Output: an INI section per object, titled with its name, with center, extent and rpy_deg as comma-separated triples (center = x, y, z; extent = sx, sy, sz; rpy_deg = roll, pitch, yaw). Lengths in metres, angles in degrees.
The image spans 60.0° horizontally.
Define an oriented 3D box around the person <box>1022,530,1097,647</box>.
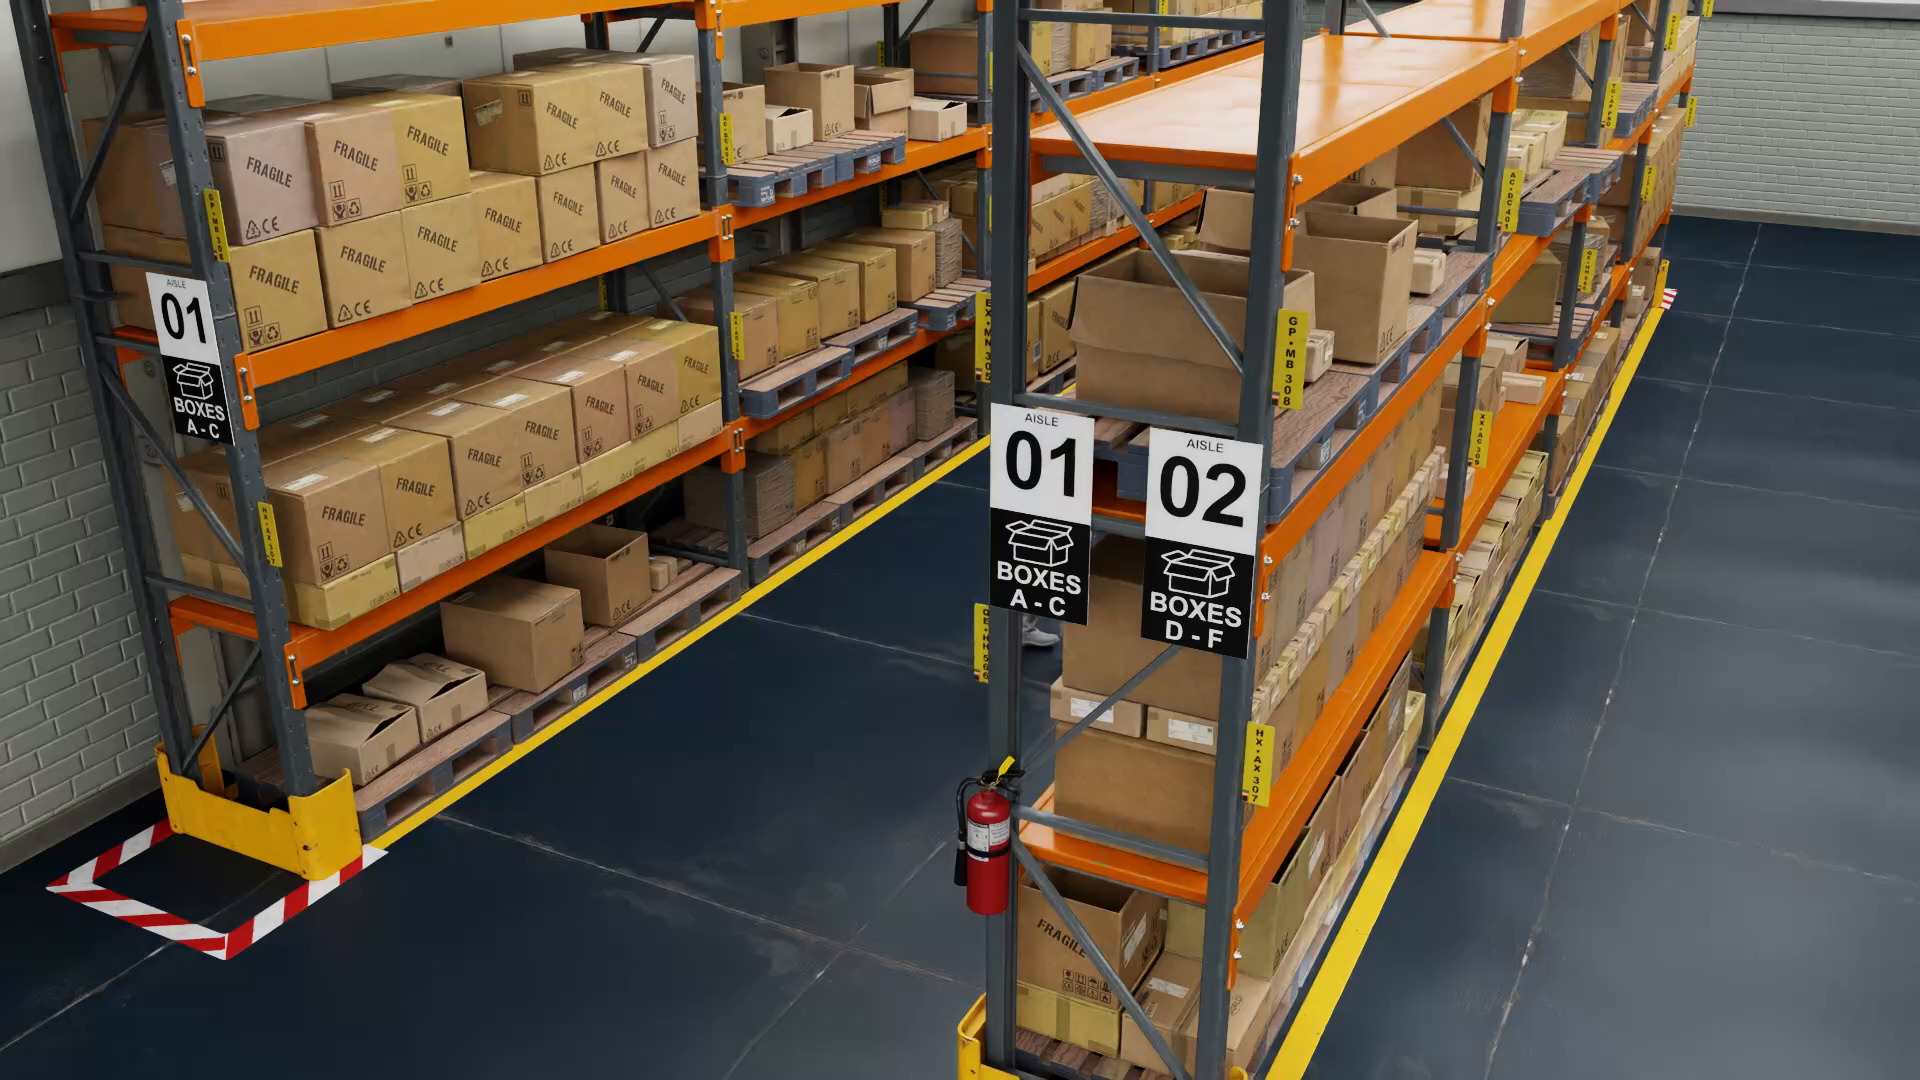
[person]
center = 0.707, -0.072, 10.909
extent = 0.690, 1.790, 0.596
rpy_deg = 1, 23, 3
